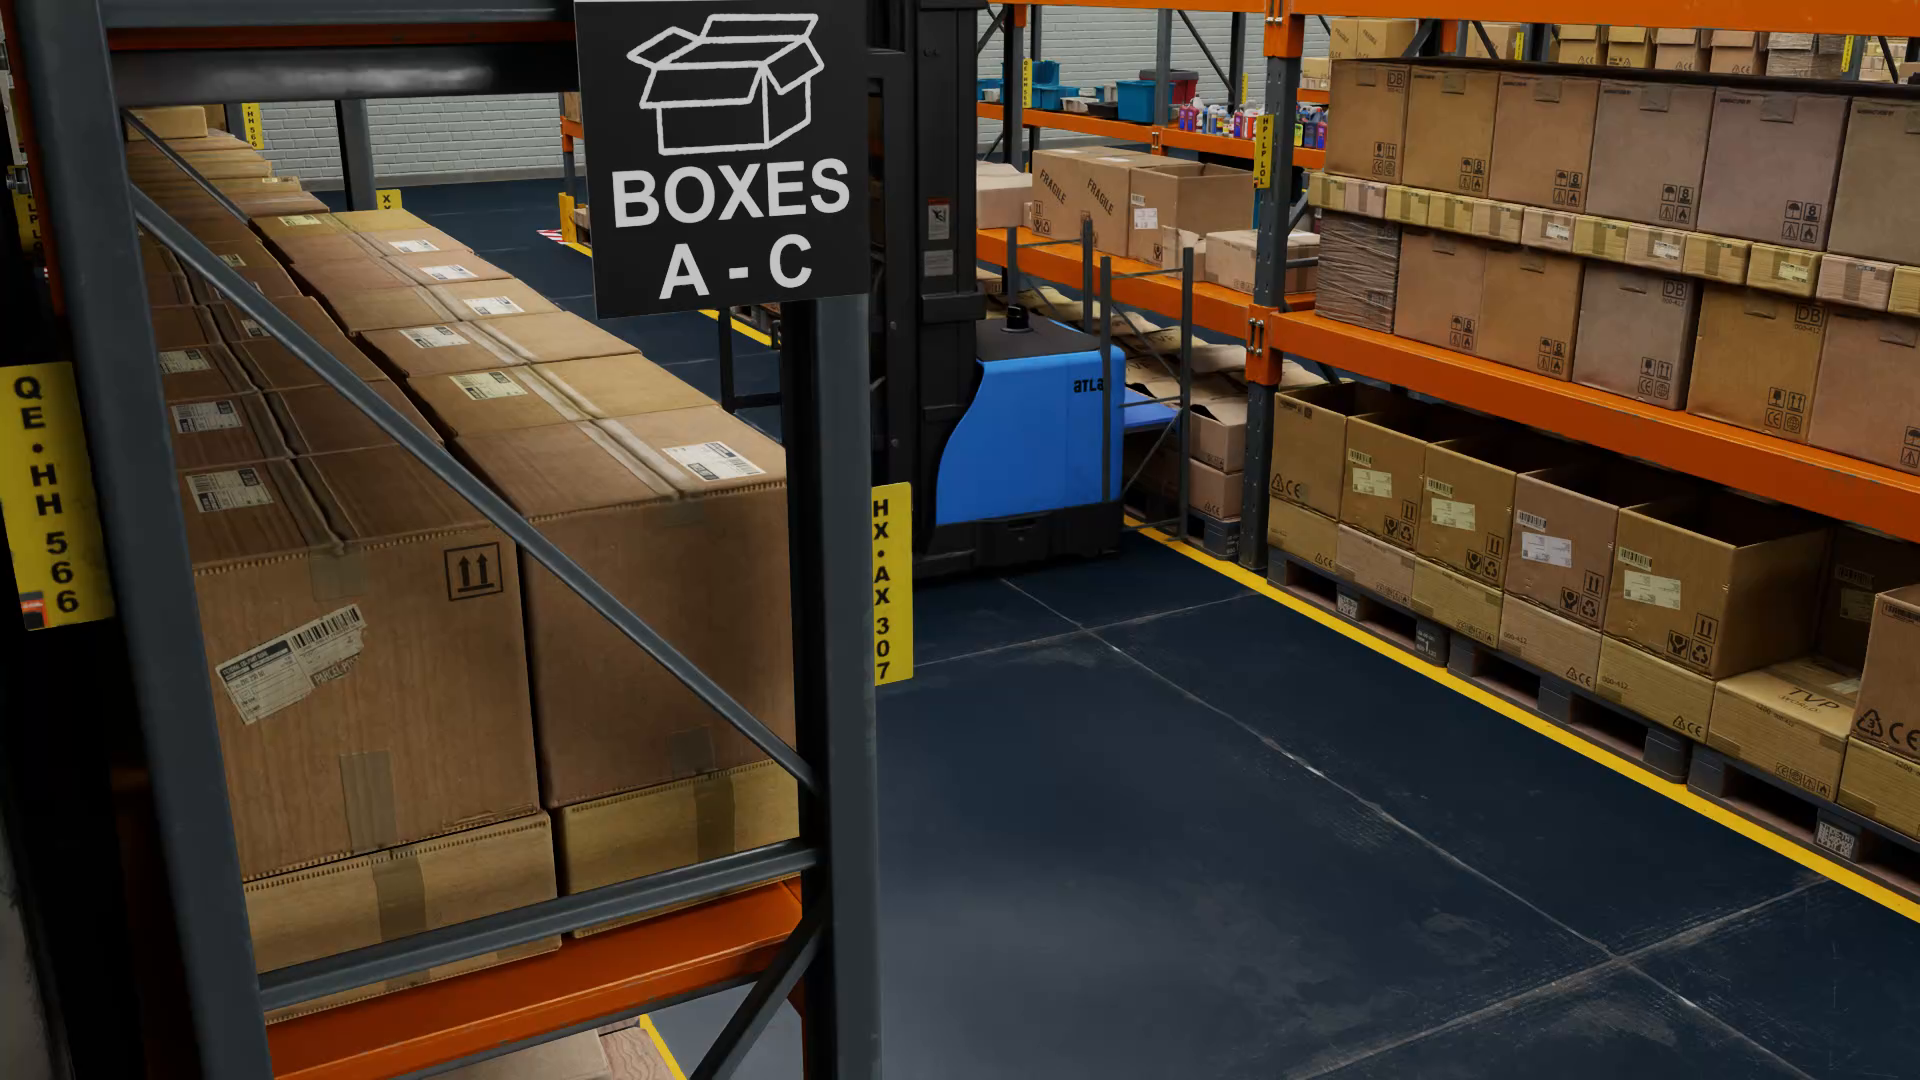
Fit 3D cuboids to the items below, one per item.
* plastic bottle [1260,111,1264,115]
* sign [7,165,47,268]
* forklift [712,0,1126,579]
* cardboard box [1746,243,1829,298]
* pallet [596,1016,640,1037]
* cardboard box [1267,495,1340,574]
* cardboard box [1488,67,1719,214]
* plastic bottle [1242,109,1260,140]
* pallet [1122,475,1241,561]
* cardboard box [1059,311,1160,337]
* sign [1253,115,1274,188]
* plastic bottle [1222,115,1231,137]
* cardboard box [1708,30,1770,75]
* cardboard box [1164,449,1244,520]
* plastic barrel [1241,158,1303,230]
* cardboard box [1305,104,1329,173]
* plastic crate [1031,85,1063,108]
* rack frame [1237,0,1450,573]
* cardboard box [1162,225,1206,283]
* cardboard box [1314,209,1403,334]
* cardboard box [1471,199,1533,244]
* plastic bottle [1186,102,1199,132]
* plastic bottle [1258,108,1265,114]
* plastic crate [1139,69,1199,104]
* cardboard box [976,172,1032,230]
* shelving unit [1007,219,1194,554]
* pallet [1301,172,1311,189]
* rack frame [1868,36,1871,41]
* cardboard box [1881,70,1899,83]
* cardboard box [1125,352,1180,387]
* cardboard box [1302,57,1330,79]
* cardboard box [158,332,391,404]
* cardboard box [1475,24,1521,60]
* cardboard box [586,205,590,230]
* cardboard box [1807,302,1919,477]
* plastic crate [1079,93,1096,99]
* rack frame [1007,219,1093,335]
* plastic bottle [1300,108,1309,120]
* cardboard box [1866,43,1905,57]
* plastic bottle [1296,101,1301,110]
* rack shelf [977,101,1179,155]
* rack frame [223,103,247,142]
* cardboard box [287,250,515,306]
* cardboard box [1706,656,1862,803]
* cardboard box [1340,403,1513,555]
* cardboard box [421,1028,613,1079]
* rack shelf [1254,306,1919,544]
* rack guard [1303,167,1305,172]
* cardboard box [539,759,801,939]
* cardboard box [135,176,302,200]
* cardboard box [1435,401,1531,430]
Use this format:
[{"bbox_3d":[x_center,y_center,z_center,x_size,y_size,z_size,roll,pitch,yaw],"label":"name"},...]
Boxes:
[{"bbox_3d":[2.858,-3.831,15.402,0.152,0.276,0.135,-10,21,-27],"label":"plastic bottle"},{"bbox_3d":[-2.983,-1.043,5.357,0.100,0.325,0.005,-10,21,-27],"label":"sign"},{"bbox_3d":[-0.733,-1.255,7.853,3.031,2.935,1.130,-8,21,-22],"label":"forklift"},{"bbox_3d":[2.922,-0.933,5.666,0.380,0.149,0.250,-9,21,-25],"label":"cardboard box"},{"bbox_3d":[-1.563,1.274,4.694,1.003,0.211,1.213,-10,21,-27],"label":"pallet"},{"bbox_3d":[1.815,-0.070,7.883,0.500,0.250,0.500,-10,21,-27],"label":"cardboard box"},{"bbox_3d":[2.556,-1.596,6.594,0.700,0.500,0.500,-10,21,-27],"label":"cardboard box"},{"bbox_3d":[2.748,-3.897,15.594,0.152,0.276,0.135,-10,21,-27],"label":"plastic bottle"},{"bbox_3d":[1.477,-0.238,9.075,1.003,0.211,1.213,-10,21,-27],"label":"pallet"},{"bbox_3d":[0.917,-1.257,10.465,0.500,0.311,0.500,-10,21,-27],"label":"cardboard box"},{"bbox_3d":[1.388,-1.774,7.597,0.100,0.325,0.005,-10,21,-27],"label":"sign"},{"bbox_3d":[2.559,-3.957,15.883,0.097,0.201,0.097,0,19,0],"label":"plastic bottle"},{"bbox_3d":[8.042,-4.954,16.775,0.797,0.503,0.637,-9,21,-25],"label":"cardboard box"},{"bbox_3d":[1.409,-0.324,8.620,0.500,0.250,0.500,-10,22,-27],"label":"cardboard box"},{"bbox_3d":[3.003,-3.258,16.125,0.600,0.901,0.708,-10,21,-27],"label":"plastic barrel"},{"bbox_3d":[5.257,-5.352,22.233,0.875,0.875,0.875,-10,21,-27],"label":"cardboard box"},{"bbox_3d":[0.977,-5.011,18.797,0.416,0.233,0.300,-10,21,-27],"label":"plastic crate"},{"bbox_3d":[1.861,-1.351,8.025,1.000,3.000,0.127,-10,21,-27],"label":"rack frame"},{"bbox_3d":[1.282,-1.511,8.696,0.396,0.266,0.258,-11,22,-28],"label":"cardboard box"},{"bbox_3d":[2.077,-1.272,7.642,0.700,0.500,0.500,-11,22,-28],"label":"cardboard box"},{"bbox_3d":[2.304,-1.305,6.743,0.380,0.149,0.250,-11,22,-28],"label":"cardboard box"},{"bbox_3d":[2.285,-4.149,16.312,0.061,0.283,0.133,-10,21,-27],"label":"plastic bottle"},{"bbox_3d":[2.881,-3.921,15.663,0.152,0.276,0.135,-10,21,-27],"label":"plastic bottle"},{"bbox_3d":[2.220,-4.767,17.736,0.402,0.464,0.583,-10,21,-27],"label":"plastic crate"},{"bbox_3d":[0.216,-2.170,10.536,0.500,0.311,0.500,-10,22,-27],"label":"cardboard box"},{"bbox_3d":[0.709,-0.829,8.677,0.538,1.500,1.048,-10,21,-22],"label":"shelving unit"},{"bbox_3d":[5.331,-4.793,22.276,1.003,0.211,1.213,-10,21,-27],"label":"pallet"},{"bbox_3d":[11.195,-5.920,21.266,1.000,3.000,0.127,-10,21,-27],"label":"rack frame"},{"bbox_3d":[11.348,-5.592,20.058,0.380,0.149,0.250,-10,21,-26],"label":"cardboard box"},{"bbox_3d":[0.929,-0.879,9.368,0.500,0.311,0.500,-10,21,-27],"label":"cardboard box"},{"bbox_3d":[4.873,-6.219,21.907,0.500,0.250,0.500,-11,22,-28],"label":"cardboard box"},{"bbox_3d":[-1.488,-0.124,3.517,0.500,0.500,0.500,-11,22,-28],"label":"cardboard box"},{"bbox_3d":[6.329,-5.696,19.240,0.500,0.500,0.500,-9,21,-25],"label":"cardboard box"},{"bbox_3d":[-3.591,-3.360,17.389,0.500,0.250,0.500,-10,21,-27],"label":"cardboard box"},{"bbox_3d":[3.297,-0.536,5.510,0.700,0.500,0.500,-9,21,-25],"label":"cardboard box"},{"bbox_3d":[1.506,-5.016,18.958,0.298,0.136,0.250,-10,21,-27],"label":"plastic crate"},{"bbox_3d":[0.499,-0.981,9.114,0.500,1.500,0.032,-10,21,-22],"label":"rack frame"},{"bbox_3d":[3.271,-3.977,15.832,0.097,0.271,0.097,0,19,0],"label":"plastic bottle"},{"bbox_3d":[11.235,-5.944,20.164,0.380,0.149,0.250,-10,21,-26],"label":"cardboard box"},{"bbox_3d":[3.236,-4.124,16.137,0.144,0.351,0.185,-10,21,-27],"label":"plastic bottle"},{"bbox_3d":[1.474,-4.648,18.682,1.077,0.370,4.000,-10,21,-27],"label":"rack shelf"},{"bbox_3d":[-4.396,-1.731,9.126,1.000,3.000,0.127,-10,21,-27],"label":"rack frame"},{"bbox_3d":[-1.528,-0.499,4.606,0.500,0.500,0.500,-11,22,-28],"label":"cardboard box"},{"bbox_3d":[2.998,0.649,5.801,0.500,0.250,0.500,-10,21,-27],"label":"cardboard box"},{"bbox_3d":[2.050,-0.280,7.344,0.500,0.500,0.500,-10,21,-27],"label":"cardboard box"},{"bbox_3d":[-1.117,1.253,3.927,0.500,0.311,0.500,-8,21,-22],"label":"cardboard box"},{"bbox_3d":[2.811,-0.437,6.478,1.077,0.370,4.000,-10,21,-27],"label":"rack shelf"},{"bbox_3d":[4.871,-5.154,22.879,1.175,0.500,0.348,-10,21,-27],"label":"rack guard"},{"bbox_3d":[-0.549,0.438,3.040,0.500,0.250,0.500,-11,22,-28],"label":"cardboard box"},{"bbox_3d":[-2.967,-1.151,6.617,0.700,0.500,0.500,-8,20,-21],"label":"cardboard box"},{"bbox_3d":[2.501,-0.360,7.574,0.500,0.500,0.500,-10,21,-27],"label":"cardboard box"}]
